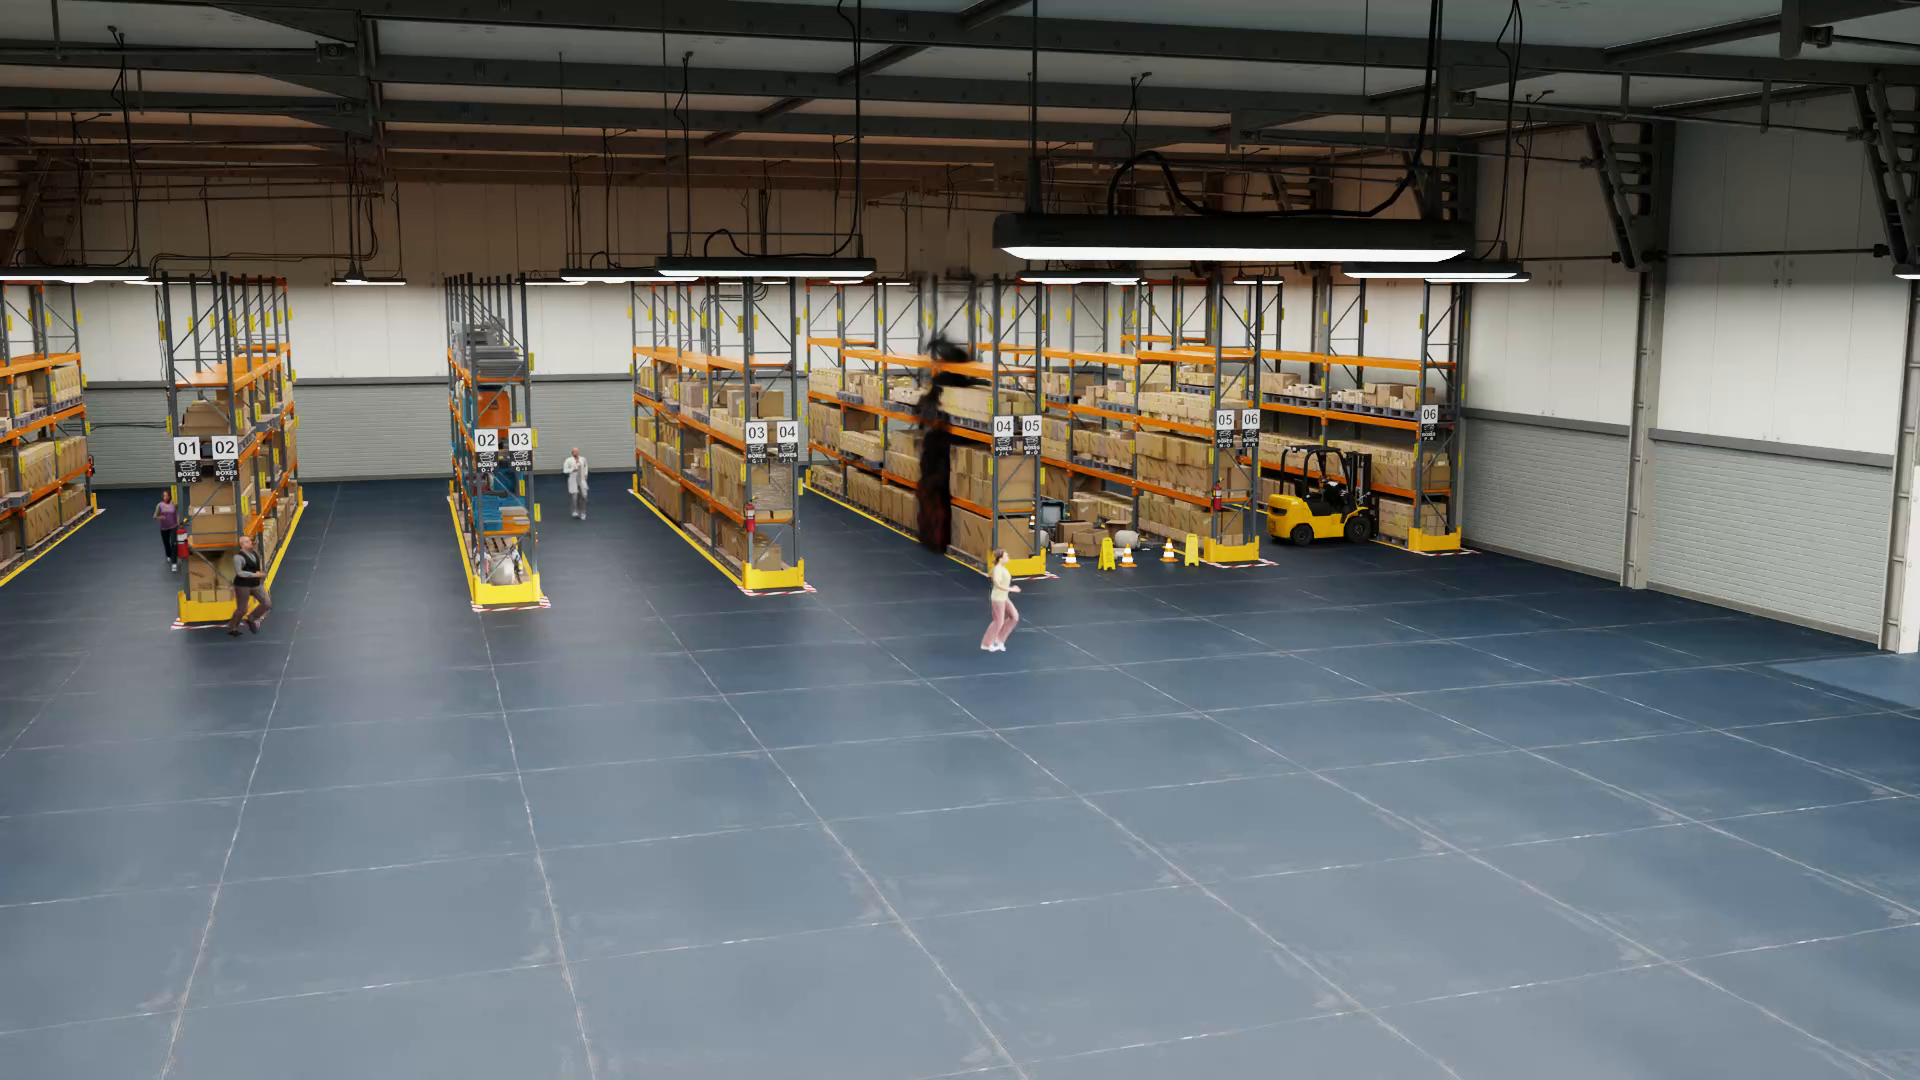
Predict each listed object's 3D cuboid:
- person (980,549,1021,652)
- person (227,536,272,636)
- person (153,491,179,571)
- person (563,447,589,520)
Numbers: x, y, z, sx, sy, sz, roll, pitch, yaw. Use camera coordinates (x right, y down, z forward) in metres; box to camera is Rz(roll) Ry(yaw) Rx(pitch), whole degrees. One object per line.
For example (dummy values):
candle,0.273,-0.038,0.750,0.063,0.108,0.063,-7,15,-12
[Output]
person,0.653,0.963,26.289,0.653,1.681,0.596,2,9,11
person,-11.699,0.753,27.391,0.818,1.672,0.670,3,9,19
person,-16.205,-0.203,34.060,0.535,1.582,0.851,-4,9,-24
person,-9.544,-1.398,41.496,0.684,1.831,0.771,-5,10,-28
